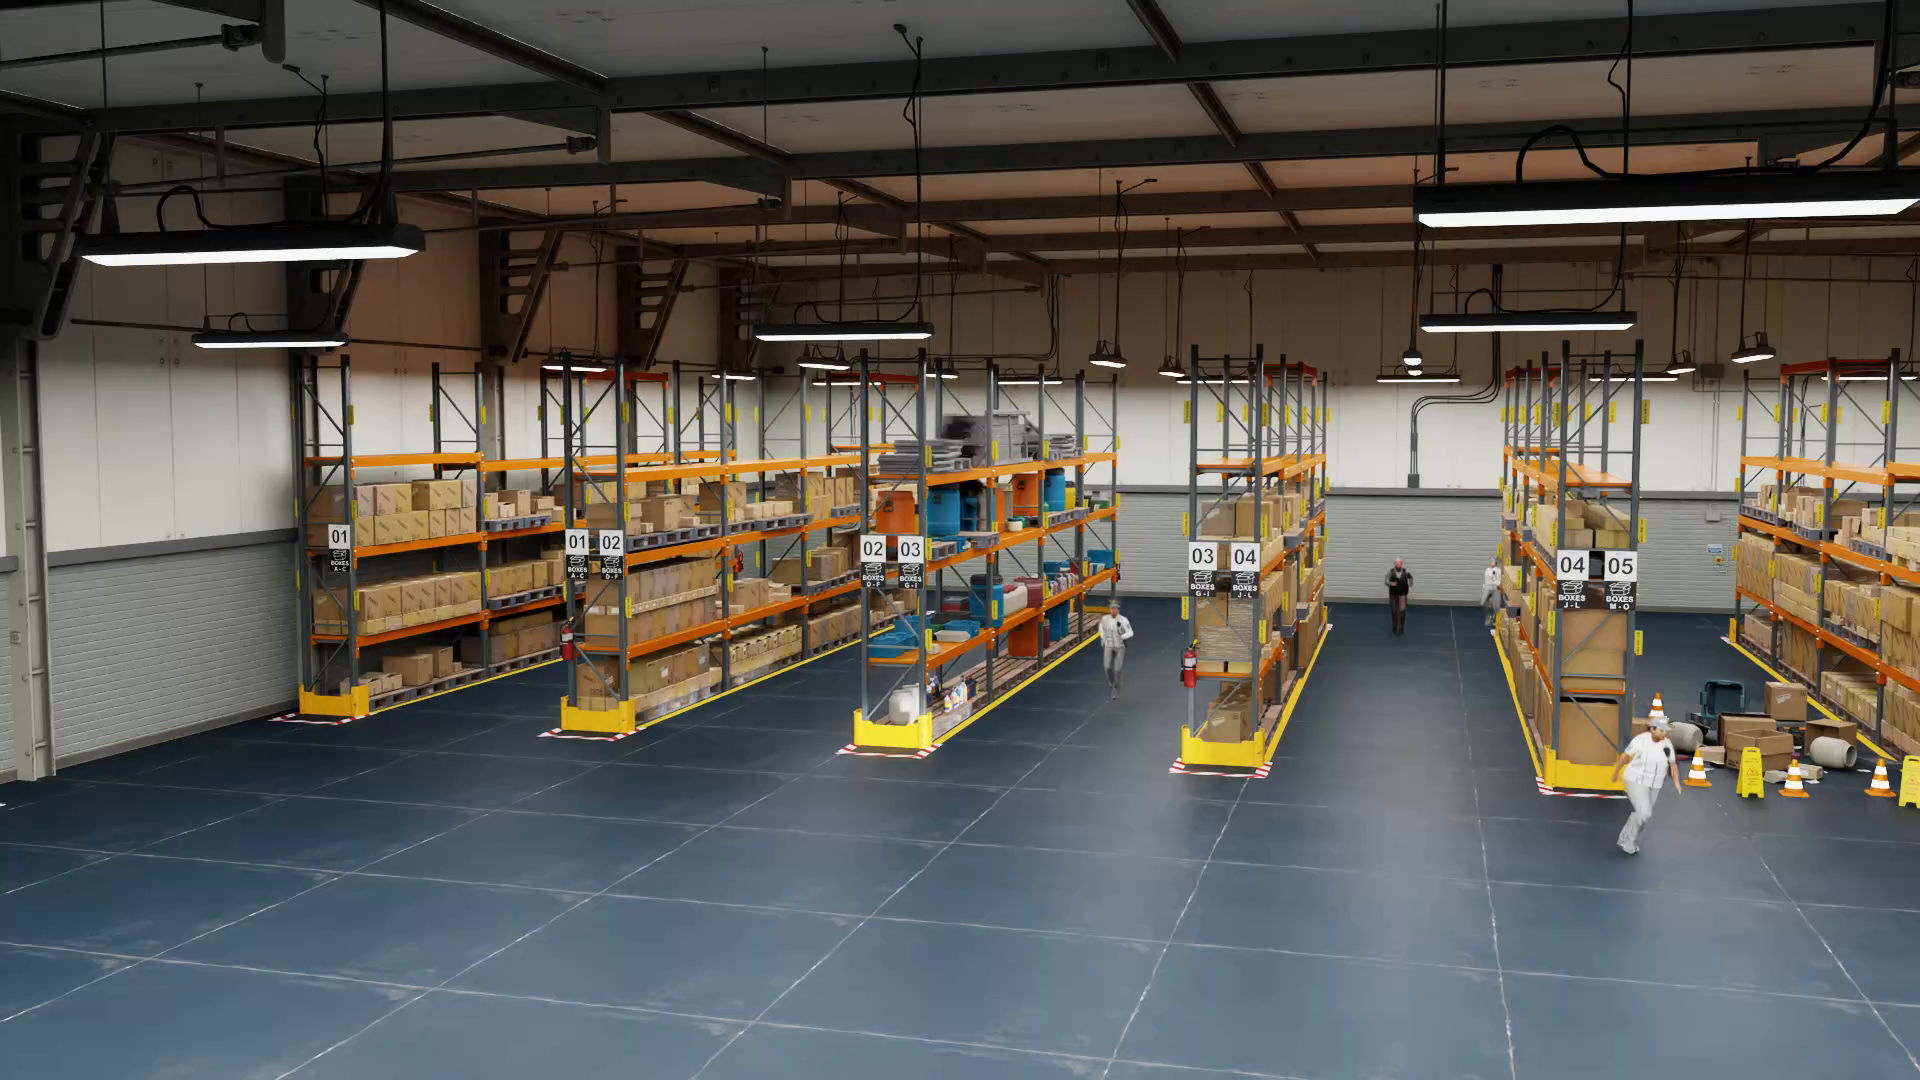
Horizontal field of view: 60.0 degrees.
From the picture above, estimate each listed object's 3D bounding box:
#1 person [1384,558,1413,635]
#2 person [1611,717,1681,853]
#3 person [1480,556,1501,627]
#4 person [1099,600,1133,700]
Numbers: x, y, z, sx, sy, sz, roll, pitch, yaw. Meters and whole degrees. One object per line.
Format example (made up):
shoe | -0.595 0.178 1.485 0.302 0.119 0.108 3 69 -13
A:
person | 10.033 1.295 38.058 0.631 1.774 0.832 1 4 15
person | 7.813 2.779 18.895 0.561 1.607 0.759 -1 4 -15
person | 12.548 1.213 39.269 0.652 1.685 0.584 -3 5 -38
person | 2.616 1.841 28.025 0.630 1.709 0.738 1 4 16
